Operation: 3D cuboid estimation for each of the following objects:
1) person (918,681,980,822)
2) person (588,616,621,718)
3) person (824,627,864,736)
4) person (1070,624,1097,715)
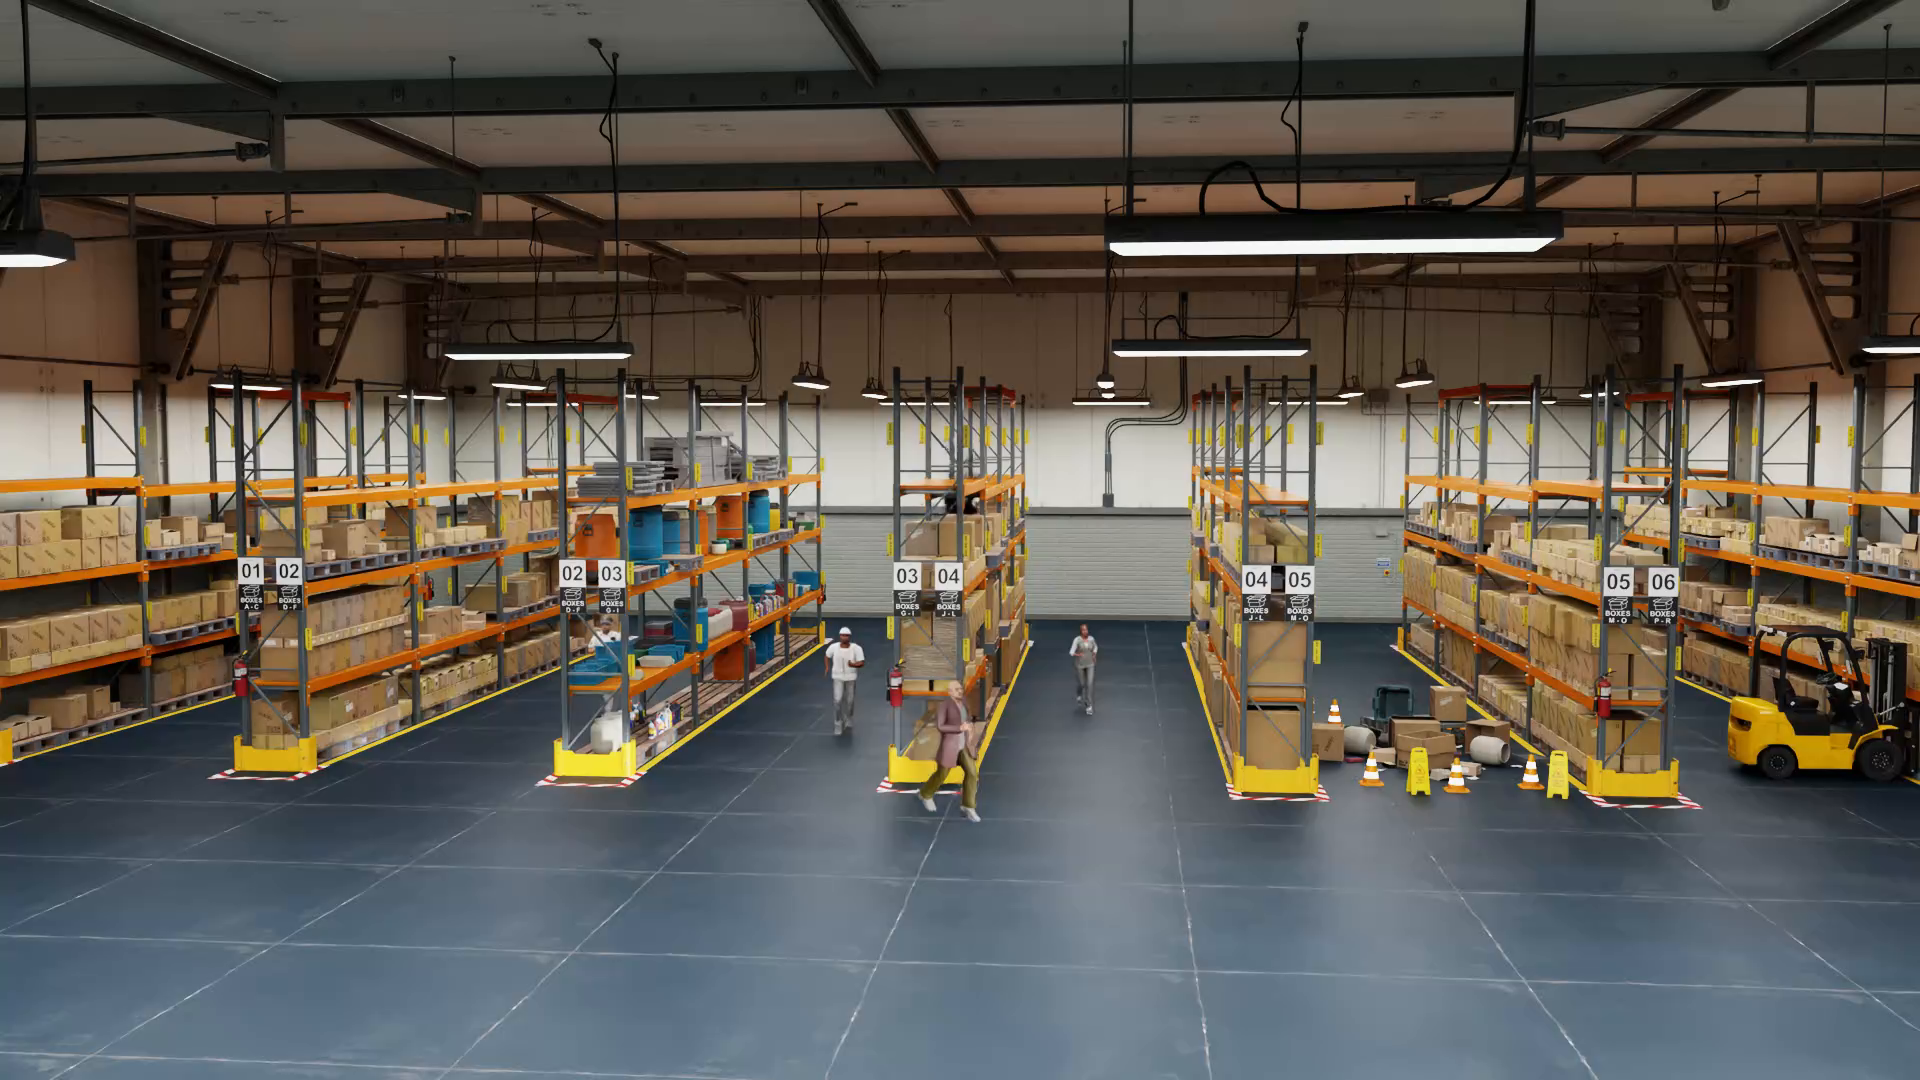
[{"bbox_3d":[-0.120,2.755,21.907,0.705,1.836,0.990,-3,5,-42],"label":"person"},{"bbox_3d":[-6.329,2.245,29.779,0.662,1.763,0.987,0,4,4],"label":"person"},{"bbox_3d":[-1.951,2.380,28.076,0.670,1.828,0.757,0,4,-4],"label":"person"},{"bbox_3d":[2.255,2.312,30.194,0.540,1.597,0.879,0,4,-7],"label":"person"}]
